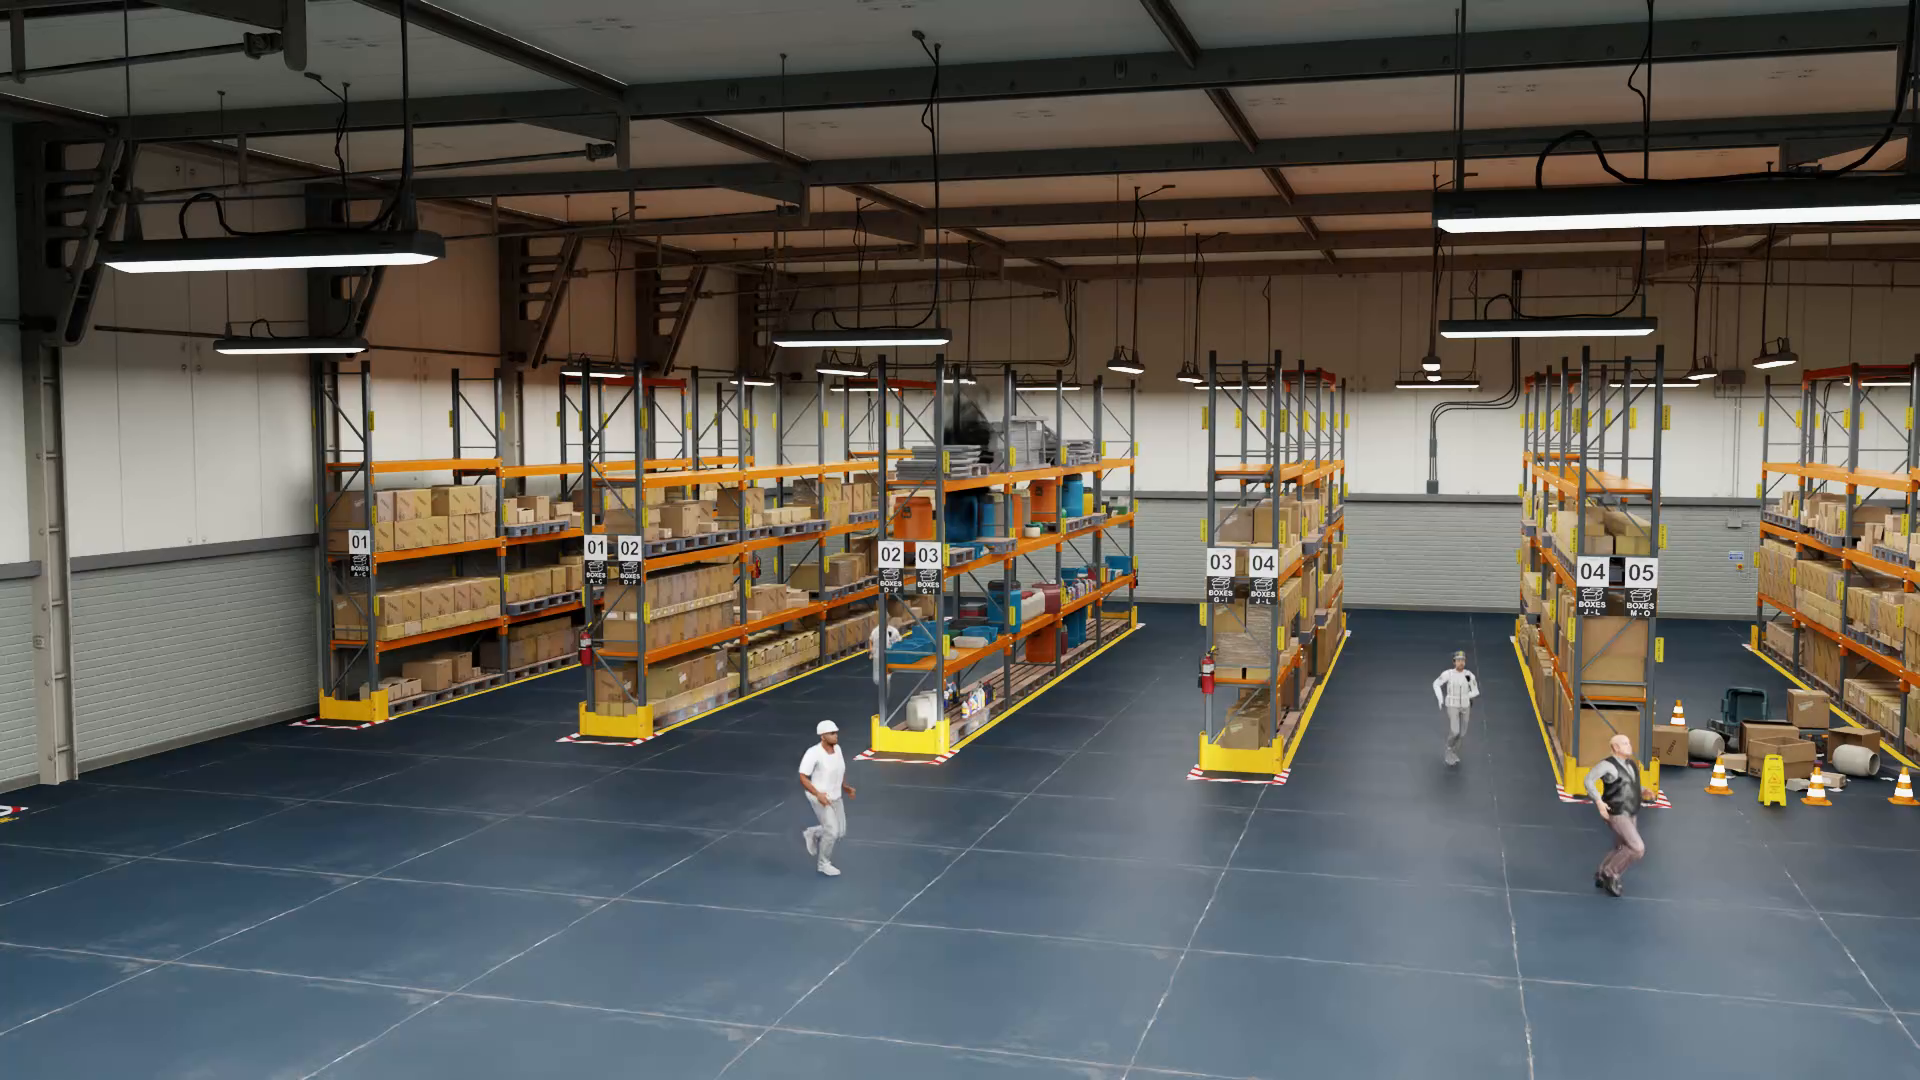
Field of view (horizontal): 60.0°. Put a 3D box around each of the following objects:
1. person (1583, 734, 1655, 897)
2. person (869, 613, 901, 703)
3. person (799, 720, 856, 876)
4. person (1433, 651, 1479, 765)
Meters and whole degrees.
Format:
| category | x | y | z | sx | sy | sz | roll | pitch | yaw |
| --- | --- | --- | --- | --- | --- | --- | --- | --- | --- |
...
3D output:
| category | x | y | z | sx | sy | sz | roll | pitch | yaw |
| --- | --- | --- | --- | --- | --- | --- | --- | --- | --- |
| person | 6.970 | 2.898 | 17.472 | 0.637 | 1.697 | 0.670 | -3 | 5 | -39 |
| person | -1.333 | 2.090 | 29.464 | 0.622 | 1.619 | 0.566 | 1 | 4 | 9 |
| person | -1.548 | 2.837 | 18.438 | 0.622 | 1.713 | 0.682 | 3 | 5 | 33 |
| person | 7.211 | 2.434 | 24.071 | 0.582 | 1.672 | 0.647 | 0 | 4 | -1 |
